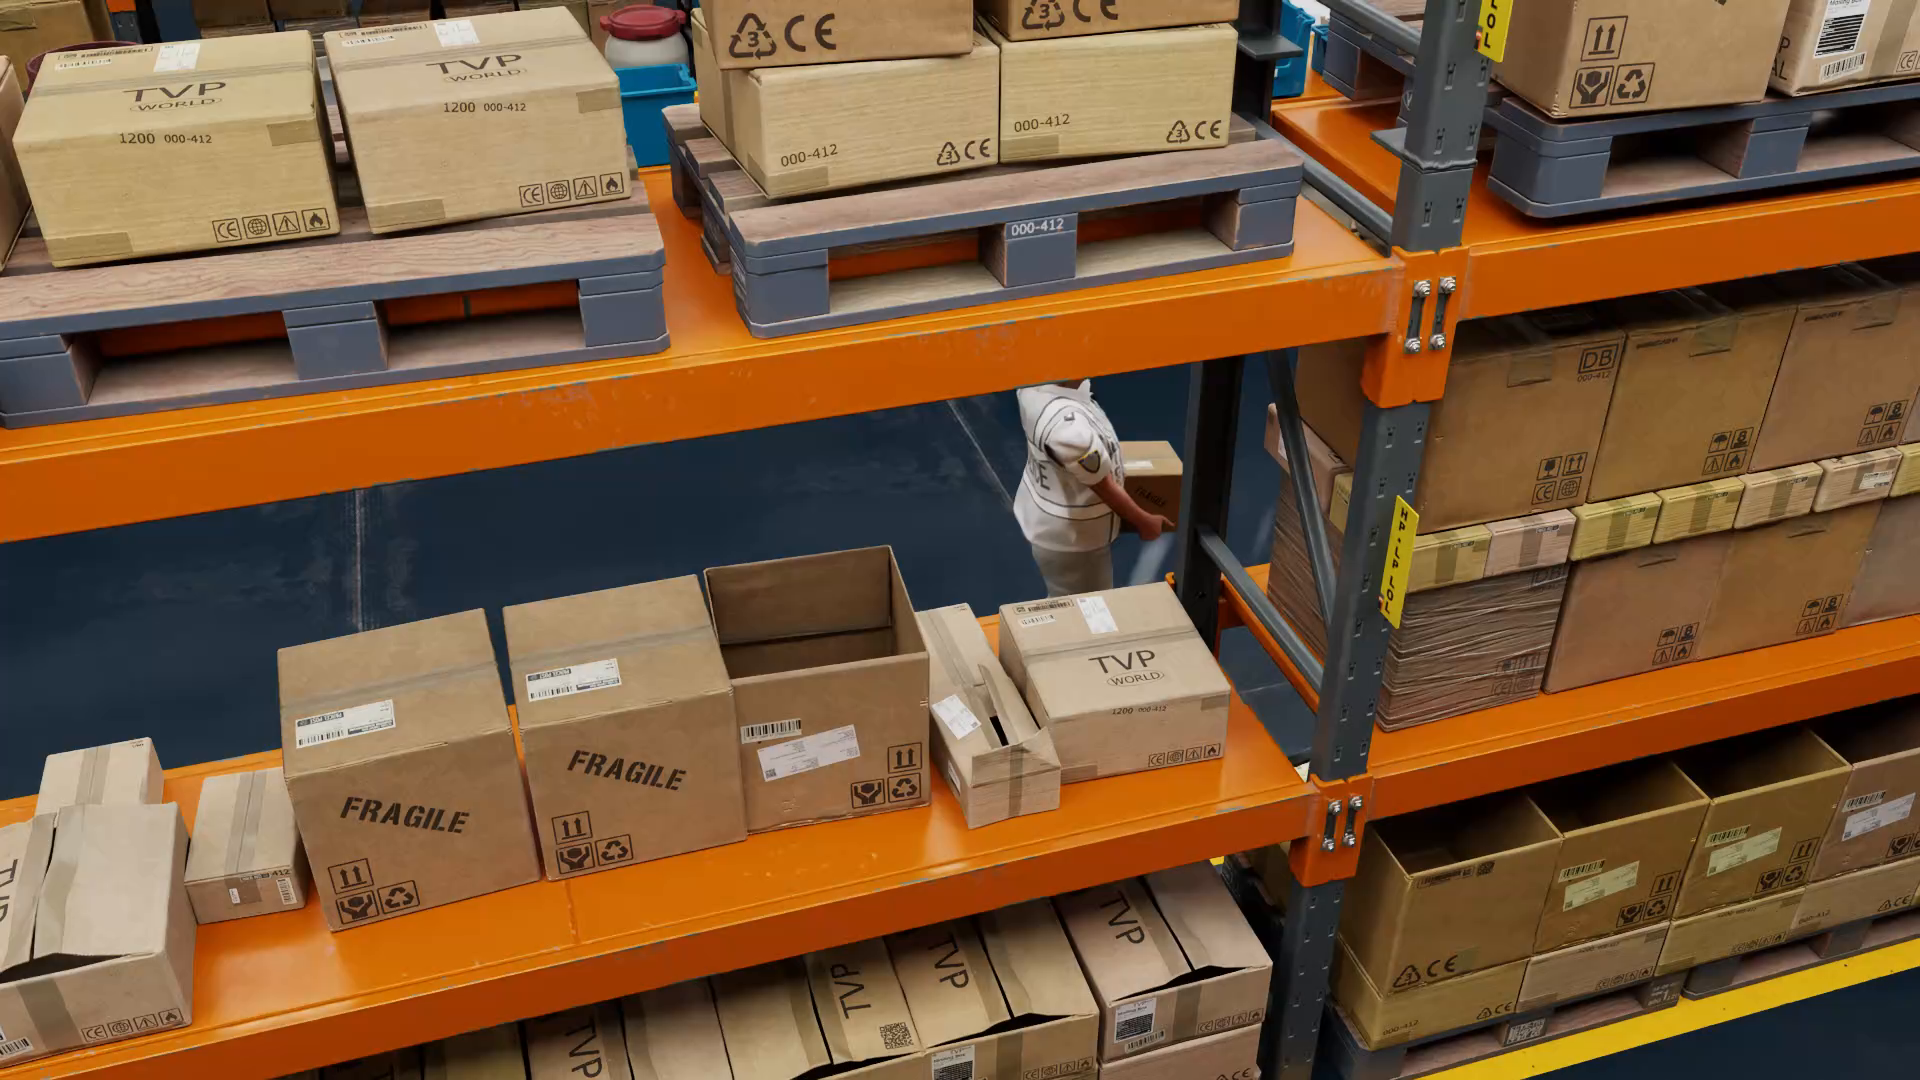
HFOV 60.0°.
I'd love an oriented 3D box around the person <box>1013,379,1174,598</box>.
[{"bbox_3d":[0.488,-0.073,6.232,0.556,1.767,0.494,-7,34,-11],"label":"person"}]
